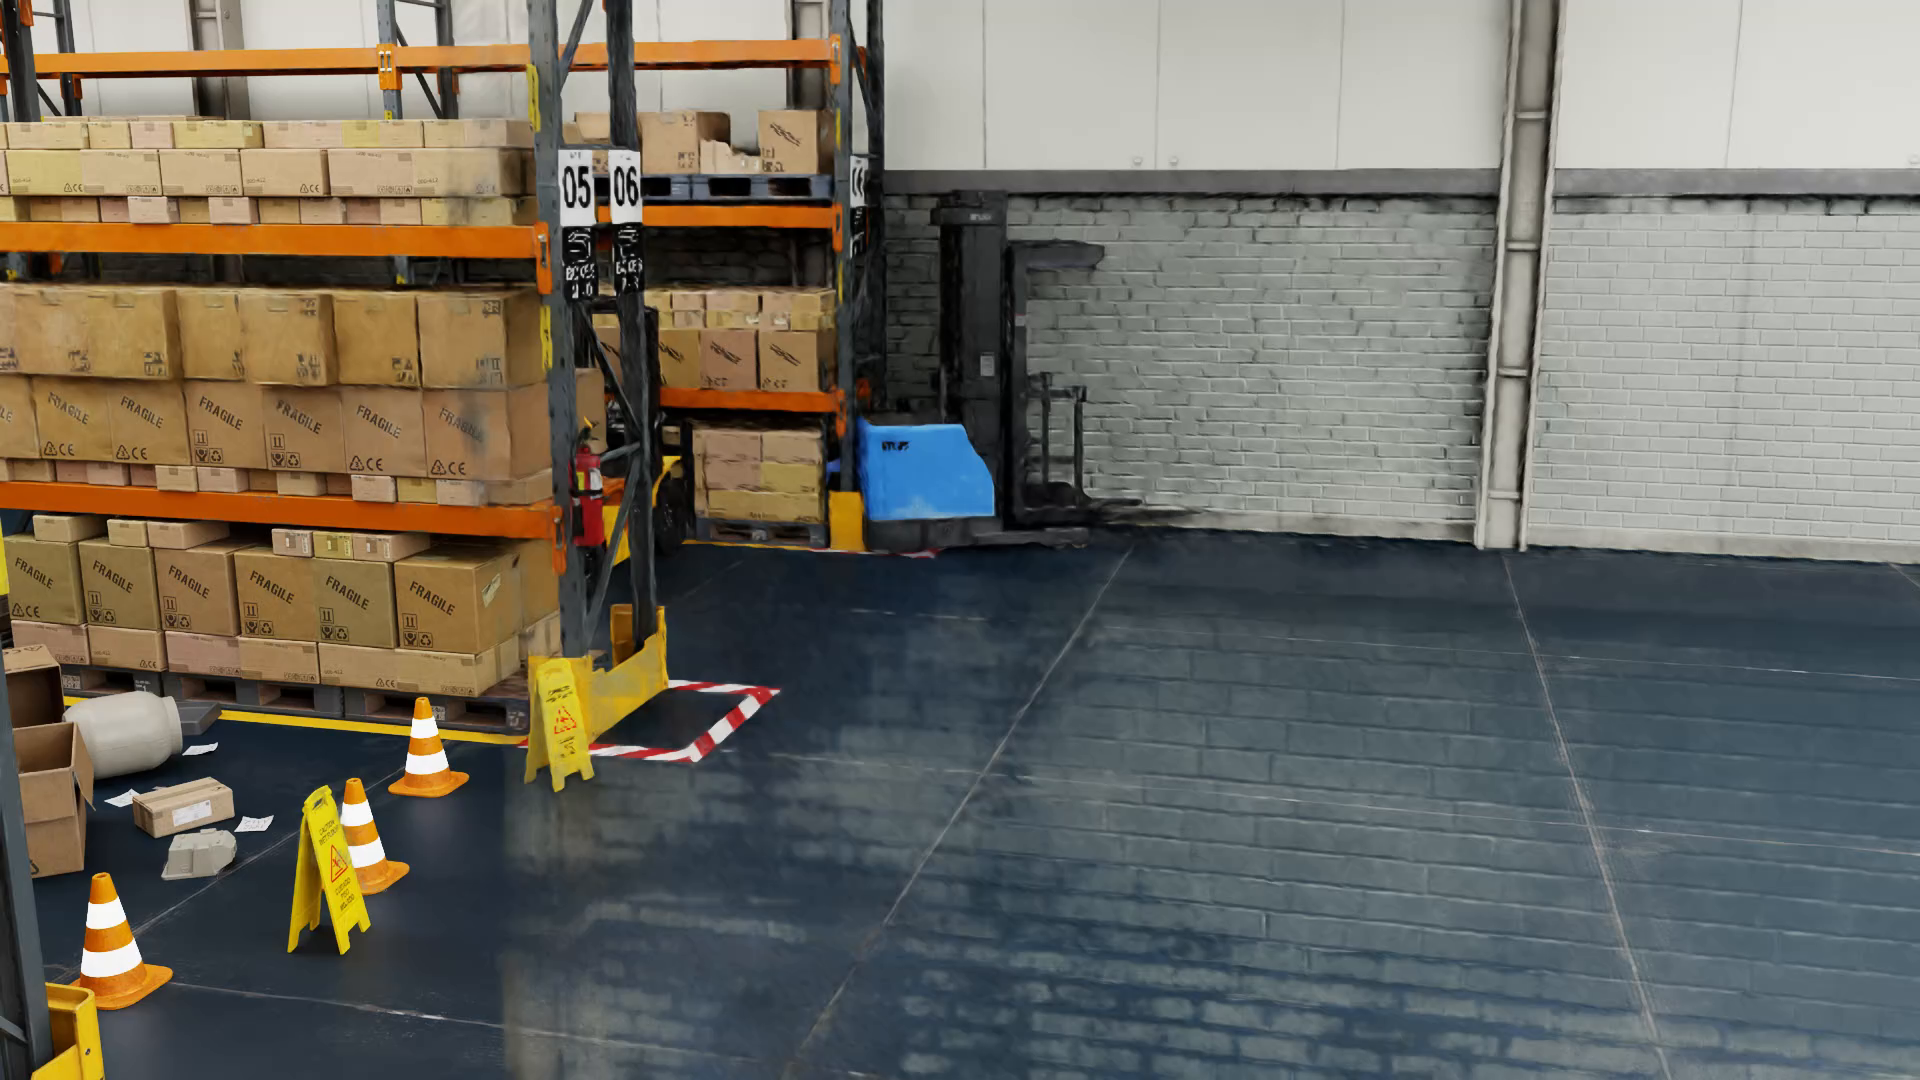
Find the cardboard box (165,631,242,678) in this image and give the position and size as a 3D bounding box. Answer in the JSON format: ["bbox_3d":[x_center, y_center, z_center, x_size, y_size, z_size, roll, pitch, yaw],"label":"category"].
[{"bbox_3d":[-4.345,0.615,9.915,0.500,0.250,0.500,3,13,13],"label":"cardboard box"}]

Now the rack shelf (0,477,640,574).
[{"bbox_3d":[-3.948,-0.207,9.903,4.000,0.370,1.077,3,13,14],"label":"rack shelf"}]

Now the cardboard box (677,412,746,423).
[{"bbox_3d":[-2.211,-0.967,14.739,0.500,0.250,0.500,3,13,13],"label":"cardboard box"}]

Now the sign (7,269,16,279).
[{"bbox_3d":[-8.708,-2.326,15.300,0.005,0.325,0.100,3,13,14],"label":"sign"}]

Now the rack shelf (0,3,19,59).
[{"bbox_3d":[-7.831,-3.148,10.232,4.000,0.370,1.077,3,13,14],"label":"rack shelf"}]

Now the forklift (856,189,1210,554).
[{"bbox_3d":[0.612,-1.462,14.055,3.031,2.935,1.130,-3,13,-13],"label":"forklift"}]

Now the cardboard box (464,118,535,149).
[{"bbox_3d":[-2.405,-2.141,8.772,0.250,0.149,0.380,3,13,14],"label":"cardboard box"}]

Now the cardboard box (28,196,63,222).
[{"bbox_3d":[-5.138,-1.921,9.622,0.250,0.149,0.380,3,13,14],"label":"cardboard box"}]

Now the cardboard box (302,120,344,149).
[{"bbox_3d":[-3.368,-2.210,9.083,0.250,0.149,0.380,3,13,14],"label":"cardboard box"}]

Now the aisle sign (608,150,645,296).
[{"bbox_3d":[-1.872,-1.786,9.355,0.004,0.787,0.394,3,13,14],"label":"aisle sign"}]

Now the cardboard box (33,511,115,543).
[{"bbox_3d":[-5.275,-0.101,9.913,0.250,0.149,0.380,3,13,14],"label":"cardboard box"}]

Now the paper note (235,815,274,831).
[{"bbox_3d":[-3.401,1.364,8.013,0.142,0.019,0.148,-1,13,-6],"label":"paper note"}]

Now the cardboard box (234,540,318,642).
[{"bbox_3d":[-3.842,0.276,9.712,0.500,0.500,0.500,3,13,12],"label":"cardboard box"}]

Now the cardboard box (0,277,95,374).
[{"bbox_3d":[-5.514,-1.276,9.833,0.500,0.500,0.700,3,13,13],"label":"cardboard box"}]

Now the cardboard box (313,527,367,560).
[{"bbox_3d":[-3.462,-0.005,9.482,0.250,0.149,0.380,3,13,14],"label":"cardboard box"}]

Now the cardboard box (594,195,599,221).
[{"bbox_3d":[-2.250,-1.882,9.445,0.250,0.149,0.380,3,13,14],"label":"cardboard box"}]

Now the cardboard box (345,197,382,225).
[{"bbox_3d":[-3.149,-1.810,9.122,0.250,0.149,0.380,3,13,14],"label":"cardboard box"}]

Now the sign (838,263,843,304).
[{"bbox_3d":[-0.964,-2.066,13.401,0.005,0.325,0.100,3,13,14],"label":"sign"}]

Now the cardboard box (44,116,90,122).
[{"bbox_3d":[-7.943,-3.592,15.141,0.500,0.500,0.500,3,13,14],"label":"cardboard box"}]

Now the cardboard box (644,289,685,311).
[{"bbox_3d":[-2.482,-2.029,14.037,0.250,0.149,0.380,3,13,15],"label":"cardboard box"}]

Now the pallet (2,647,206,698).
[{"bbox_3d":[-5.229,0.727,10.471,1.213,0.211,1.003,3,13,14],"label":"pallet"}]

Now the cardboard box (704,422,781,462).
[{"bbox_3d":[-1.839,-0.833,14.133,0.500,0.250,0.500,3,13,15],"label":"cardboard box"}]

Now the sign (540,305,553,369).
[{"bbox_3d":[-2.159,-1.058,8.676,0.005,0.325,0.100,3,13,14],"label":"sign"}]

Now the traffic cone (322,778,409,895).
[{"bbox_3d":[-2.669,1.284,7.378,0.334,0.463,0.336,3,13,14],"label":"traffic cone"}]

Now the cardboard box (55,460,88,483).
[{"bbox_3d":[-5.138,-0.446,9.899,0.250,0.149,0.380,3,13,13],"label":"cardboard box"}]

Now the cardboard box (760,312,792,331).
[{"bbox_3d":[-1.479,-1.830,13.829,0.250,0.149,0.380,3,13,14],"label":"cardboard box"}]

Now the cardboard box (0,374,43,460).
[{"bbox_3d":[-5.529,-0.775,9.883,0.500,0.500,0.500,3,13,13],"label":"cardboard box"}]

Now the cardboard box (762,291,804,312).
[{"bbox_3d":[-1.466,-1.990,13.862,0.250,0.149,0.380,3,13,14],"label":"cardboard box"}]

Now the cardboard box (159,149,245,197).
[{"bbox_3d":[-4.051,-2.039,9.232,0.500,0.250,0.500,3,13,14],"label":"cardboard box"}]

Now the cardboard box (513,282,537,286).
[{"bbox_3d":[-3.828,-2.231,14.949,0.250,0.149,0.380,3,13,13],"label":"cardboard box"}]

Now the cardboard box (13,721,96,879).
[{"bbox_3d":[-4.318,1.205,7.639,0.637,0.503,0.797,-6,14,-25],"label":"cardboard box"}]

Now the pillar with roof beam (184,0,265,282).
[{"bbox_3d":[-8.137,-4.059,11.753,0.400,9.000,9.100,3,13,14],"label":"pillar with roof beam"}]

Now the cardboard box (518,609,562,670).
[{"bbox_3d":[-2.723,0.583,10.060,0.500,0.250,0.500,3,13,13],"label":"cardboard box"}]

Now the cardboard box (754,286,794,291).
[{"bbox_3d":[-1.601,-2.103,14.372,0.250,0.149,0.380,3,13,15],"label":"cardboard box"}]

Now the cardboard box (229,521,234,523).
[{"bbox_3d":[-4.757,0.109,10.462,0.500,0.500,0.500,3,13,15],"label":"cardboard box"}]

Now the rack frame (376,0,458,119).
[{"bbox_3d":[-4.704,-4.635,14.348,0.127,3.000,1.000,3,13,14],"label":"rack frame"}]

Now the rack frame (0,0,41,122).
[{"bbox_3d":[-5.890,-3.591,9.643,0.127,3.000,1.000,3,13,14],"label":"rack frame"}]

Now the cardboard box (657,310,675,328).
[{"bbox_3d":[-2.476,-1.884,14.074,0.250,0.149,0.380,3,13,14],"label":"cardboard box"}]

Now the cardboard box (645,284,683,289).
[{"bbox_3d":[-2.590,-2.158,14.619,0.250,0.149,0.380,3,13,14],"label":"cardboard box"}]

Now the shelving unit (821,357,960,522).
[{"bbox_3d":[-0.570,-0.770,13.938,1.048,1.500,0.538,3,15,14],"label":"shelving unit"}]

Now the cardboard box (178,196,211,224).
[{"bbox_3d":[-4.146,-1.856,9.327,0.250,0.149,0.380,3,13,14],"label":"cardboard box"}]

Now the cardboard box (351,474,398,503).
[{"bbox_3d":[-3.194,-0.321,9.335,0.250,0.149,0.380,3,13,15],"label":"cardboard box"}]

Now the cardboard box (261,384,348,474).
[{"bbox_3d":[-3.569,-0.672,9.422,0.500,0.500,0.500,3,13,13],"label":"cardboard box"}]

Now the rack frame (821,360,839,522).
[{"bbox_3d":[-1.064,-0.800,14.057,0.032,1.500,0.500,3,15,14],"label":"rack frame"}]

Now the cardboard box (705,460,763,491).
[{"bbox_3d":[-1.852,-0.593,14.206,0.500,0.250,0.500,3,13,13],"label":"cardboard box"}]

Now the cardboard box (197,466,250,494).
[{"bbox_3d":[-4.170,-0.380,9.602,0.250,0.149,0.380,3,13,13],"label":"cardboard box"}]

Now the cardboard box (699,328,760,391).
[{"bbox_3d":[-1.863,-1.547,14.048,0.500,0.500,0.500,3,13,15],"label":"cardboard box"}]

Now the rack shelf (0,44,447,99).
[{"bbox_3d":[-6.646,-4.192,14.938,4.000,0.370,1.077,3,13,14],"label":"rack shelf"}]

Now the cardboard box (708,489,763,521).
[{"bbox_3d":[-1.833,-0.347,14.251,0.500,0.250,0.500,3,13,14],"label":"cardboard box"}]

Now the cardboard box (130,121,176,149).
[{"bbox_3d":[-4.384,-2.252,9.273,0.250,0.149,0.380,3,13,13],"label":"cardboard box"}]

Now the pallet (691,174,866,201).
[{"bbox_3d":[-1.501,-2.962,13.937,1.213,0.211,1.003,3,13,14],"label":"pallet"}]

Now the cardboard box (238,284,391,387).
[{"bbox_3d":[-3.564,-1.150,9.266,0.500,0.500,0.700,3,13,13],"label":"cardboard box"}]

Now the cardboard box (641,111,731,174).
[{"bbox_3d":[-2.279,-3.311,13.877,0.500,0.500,0.700,3,13,14],"label":"cardboard box"}]

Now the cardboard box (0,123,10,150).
[{"bbox_3d":[-5.403,-2.301,9.492,0.250,0.149,0.380,3,13,15],"label":"cardboard box"}]

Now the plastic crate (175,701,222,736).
[{"bbox_3d":[-4.562,1.017,9.464,0.583,0.080,0.402,-1,13,-6],"label":"plastic crate"}]
